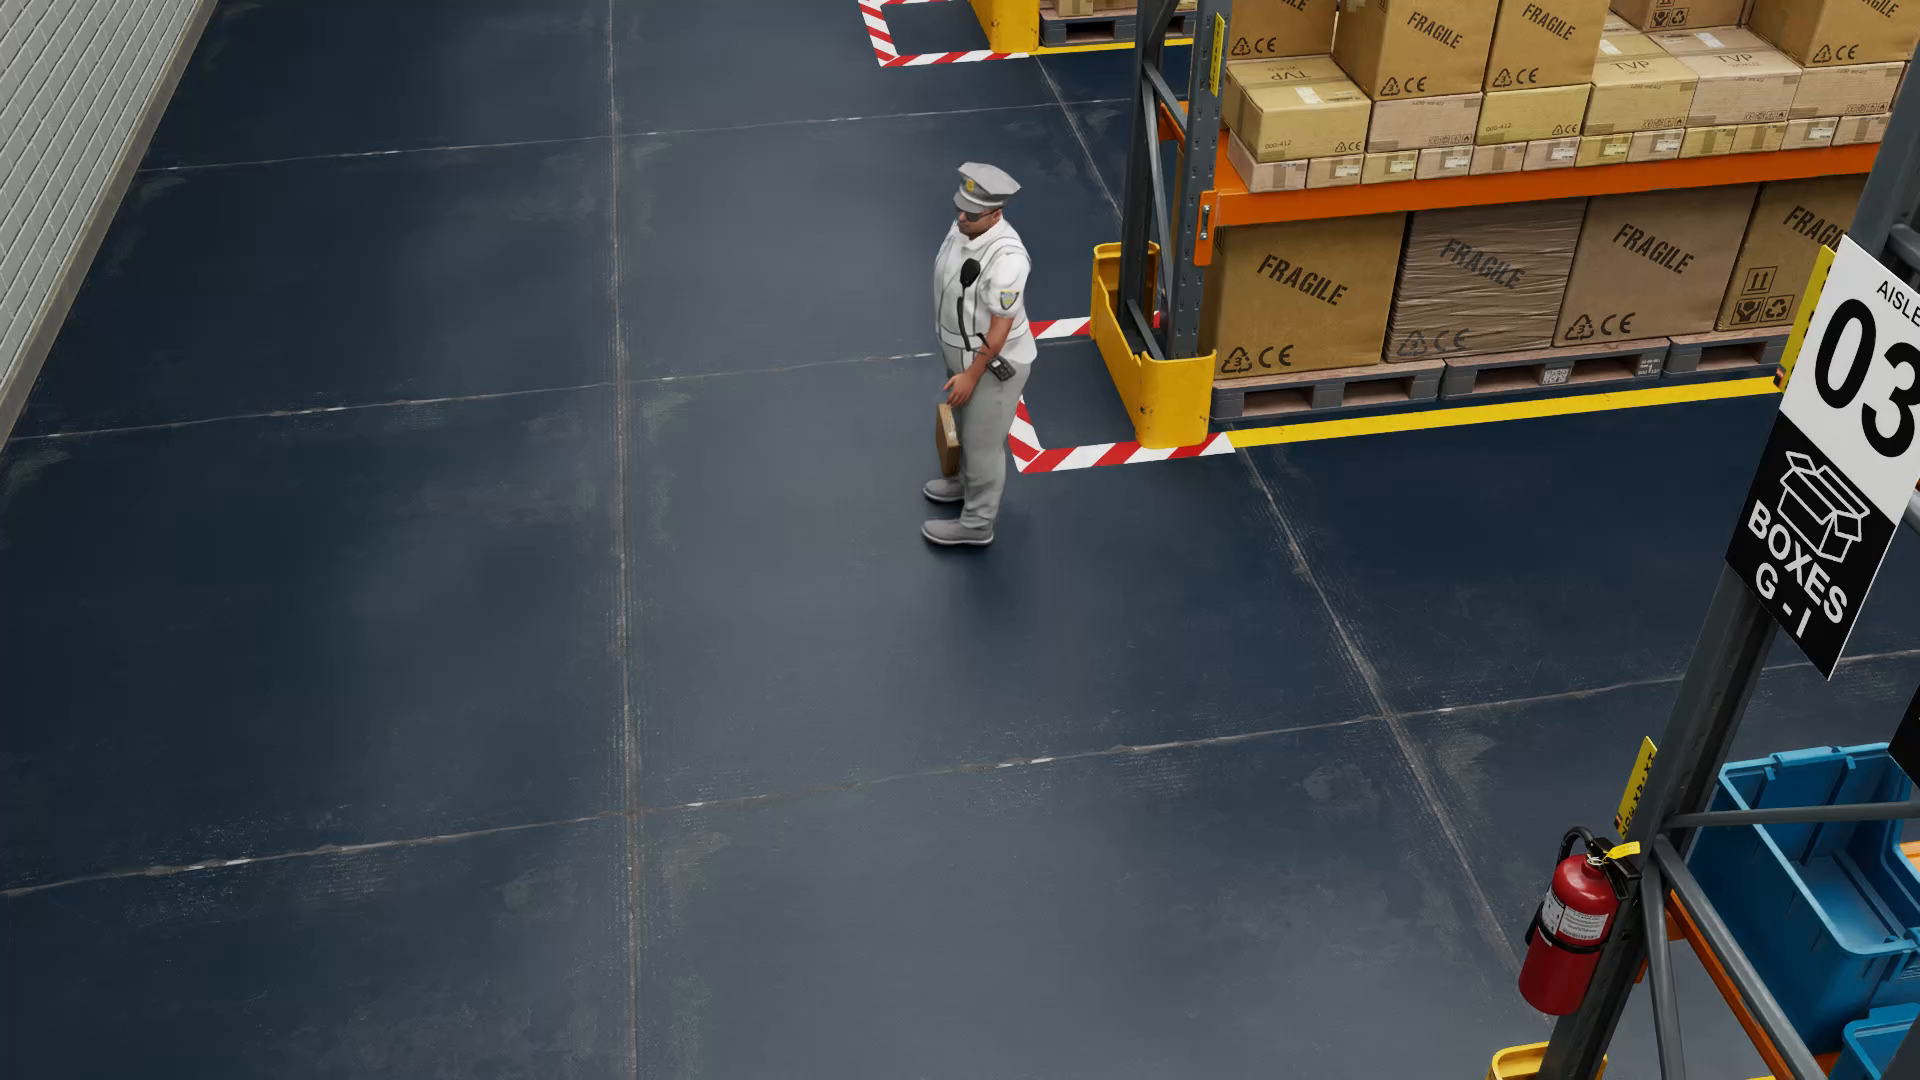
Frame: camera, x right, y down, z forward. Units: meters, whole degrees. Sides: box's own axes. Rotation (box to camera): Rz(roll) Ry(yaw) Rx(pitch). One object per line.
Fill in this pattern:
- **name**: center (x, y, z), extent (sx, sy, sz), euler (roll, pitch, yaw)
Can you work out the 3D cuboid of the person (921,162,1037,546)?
- **person**: center (0.033, -0.789, 7.098), extent (0.503, 1.771, 0.579), euler (-14, 40, -17)
